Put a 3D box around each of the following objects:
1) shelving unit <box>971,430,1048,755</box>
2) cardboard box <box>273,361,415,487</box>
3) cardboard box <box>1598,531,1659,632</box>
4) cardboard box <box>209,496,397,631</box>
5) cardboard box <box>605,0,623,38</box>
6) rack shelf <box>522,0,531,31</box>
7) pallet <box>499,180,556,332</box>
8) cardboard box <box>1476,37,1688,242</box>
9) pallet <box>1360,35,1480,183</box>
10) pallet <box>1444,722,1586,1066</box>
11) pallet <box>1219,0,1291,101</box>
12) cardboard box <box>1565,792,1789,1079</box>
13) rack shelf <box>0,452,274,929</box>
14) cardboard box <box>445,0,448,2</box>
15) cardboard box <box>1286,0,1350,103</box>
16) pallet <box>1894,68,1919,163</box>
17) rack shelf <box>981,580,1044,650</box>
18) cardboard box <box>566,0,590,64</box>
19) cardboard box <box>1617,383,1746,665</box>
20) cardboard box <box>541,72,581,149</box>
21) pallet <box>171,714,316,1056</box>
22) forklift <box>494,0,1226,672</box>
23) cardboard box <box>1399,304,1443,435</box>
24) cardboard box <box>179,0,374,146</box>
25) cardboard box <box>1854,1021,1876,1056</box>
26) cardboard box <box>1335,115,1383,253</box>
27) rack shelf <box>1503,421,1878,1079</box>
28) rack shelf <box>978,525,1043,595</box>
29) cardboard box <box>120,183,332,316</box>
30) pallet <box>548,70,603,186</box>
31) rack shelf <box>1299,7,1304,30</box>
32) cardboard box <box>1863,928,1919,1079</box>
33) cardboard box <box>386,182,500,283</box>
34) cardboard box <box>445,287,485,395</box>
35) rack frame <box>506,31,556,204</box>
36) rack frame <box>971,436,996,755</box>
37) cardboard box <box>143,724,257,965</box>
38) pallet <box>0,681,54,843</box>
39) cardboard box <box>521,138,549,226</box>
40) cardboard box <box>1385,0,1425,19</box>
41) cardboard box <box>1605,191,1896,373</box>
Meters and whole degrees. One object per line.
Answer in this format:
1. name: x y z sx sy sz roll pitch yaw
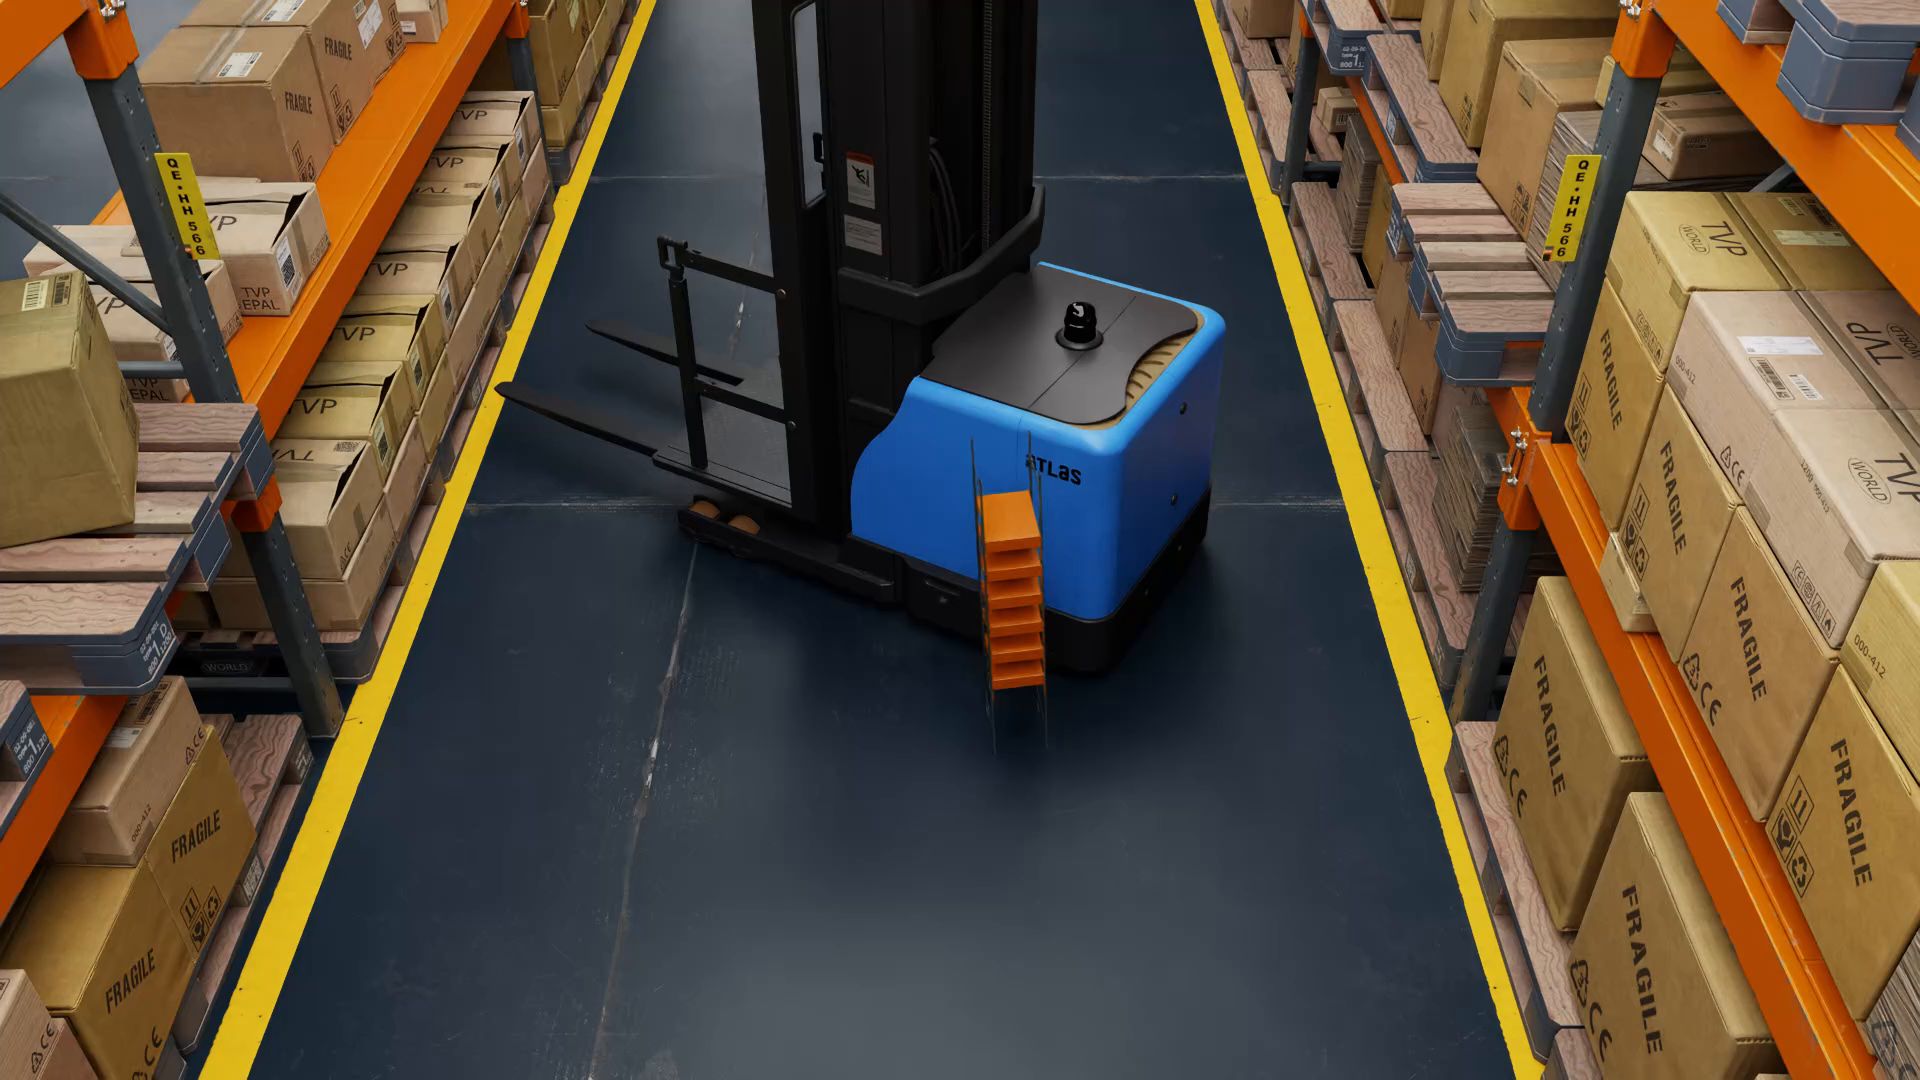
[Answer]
1. shelving unit: 0.170 0.202 5.532 0.189 1.200 0.258 -6 39 -3
2. cardboard box: -2.419 -0.468 6.350 0.500 0.311 0.500 -1 39 -1
3. cardboard box: 1.927 0.112 4.396 0.380 0.149 0.250 1 39 1
4. cardboard box: -2.410 0.079 6.115 0.500 0.250 0.500 0 39 0
5. cardboard box: -2.402 -3.323 10.361 0.500 0.250 0.500 0 39 0
6. rack shelf: -2.710 -3.974 9.885 1.077 0.370 4.000 0 39 0
7. pallet: -2.668 -1.455 8.396 1.003 0.211 1.213 0 39 0
8. cardboard box: 2.213 -1.362 5.619 0.700 0.500 0.500 -3 39 -4
9. pallet: 2.208 -1.671 6.590 1.003 0.211 1.213 0 39 0
10. pallet: 2.176 1.073 5.242 1.003 0.211 1.213 0 39 0
11. pallet: 2.206 -3.106 10.457 1.003 0.211 1.213 0 39 0
12. cardboard box: 2.115 1.175 4.269 0.750 0.750 0.750 0 39 0
13. rack shelf: -2.701 1.029 3.642 1.077 0.370 4.000 0 39 0
14. cardboard box: -2.663 -2.637 7.762 0.500 0.250 0.500 2 39 3
15. cardboard box: 2.205 -2.855 9.561 0.500 0.500 0.500 -3 39 -3
16. pallet: 2.309 -0.503 2.731 1.003 0.211 1.213 2 39 2
17. rack shelf: 0.172 0.236 5.560 0.180 0.103 0.258 -6 39 -3
18. cardboard box: -2.403 -2.990 9.346 0.500 0.500 0.500 0 39 0
19. cardboard box: 1.987 -0.039 4.067 0.500 0.500 0.500 1 39 1
20. cardboard box: -2.405 -2.385 9.190 0.500 0.250 0.500 0 39 0
21. pallet: -2.740 1.053 5.267 1.003 0.211 1.213 0 39 0
22. forklift: -0.547 -1.340 6.078 3.031 2.935 1.130 20 43 23
23. cardboard box: 2.285 -0.787 6.981 0.700 0.500 0.500 0 39 0
24. cardboard box: -2.722 -1.920 6.667 0.500 0.500 0.500 0 39 0
25. cardboard box: 2.026 0.912 3.399 0.380 0.149 0.250 1 39 1
26. cardboard box: 2.264 -1.745 8.176 0.700 0.500 0.500 1 39 1
27. rack shelf: 2.253 1.023 3.650 1.077 0.370 4.000 0 39 0
28. rack shelf: 0.160 0.050 5.409 0.180 0.103 0.258 -6 39 -3
29. cardboard box: -2.510 -1.027 5.704 0.500 0.311 0.500 0 39 -1
30. pallet: -2.666 -2.413 9.592 1.003 0.211 1.213 0 39 0
31. rack shelf: 2.244 -3.979 9.892 1.077 0.370 4.000 0 39 0
32. cardboard box: 2.000 0.909 2.883 0.500 0.500 0.500 0 39 0
33. cardboard box: -2.415 -1.423 7.541 0.500 0.311 0.500 0 39 0
34. cardboard box: -2.418 -0.881 7.313 0.500 0.250 0.500 1 39 1
35. rack frame: -2.707 -3.004 8.099 1.000 3.000 0.127 0 39 0
36. rack frame: 0.079 0.212 5.527 0.006 1.200 0.240 -6 39 -3
37. cardboard box: -2.467 0.886 4.892 0.500 0.500 0.500 1 39 2
38. pallet: -2.696 0.789 3.520 1.003 0.211 1.213 0 39 0
39. cardboard box: -2.417 -1.835 8.505 0.500 0.250 0.500 0 39 0
40. cardboard box: 2.206 -2.552 7.105 0.700 0.500 0.500 4 39 5
41. cardboard box: 1.994 -0.661 4.243 0.500 0.250 0.500 1 39 1
